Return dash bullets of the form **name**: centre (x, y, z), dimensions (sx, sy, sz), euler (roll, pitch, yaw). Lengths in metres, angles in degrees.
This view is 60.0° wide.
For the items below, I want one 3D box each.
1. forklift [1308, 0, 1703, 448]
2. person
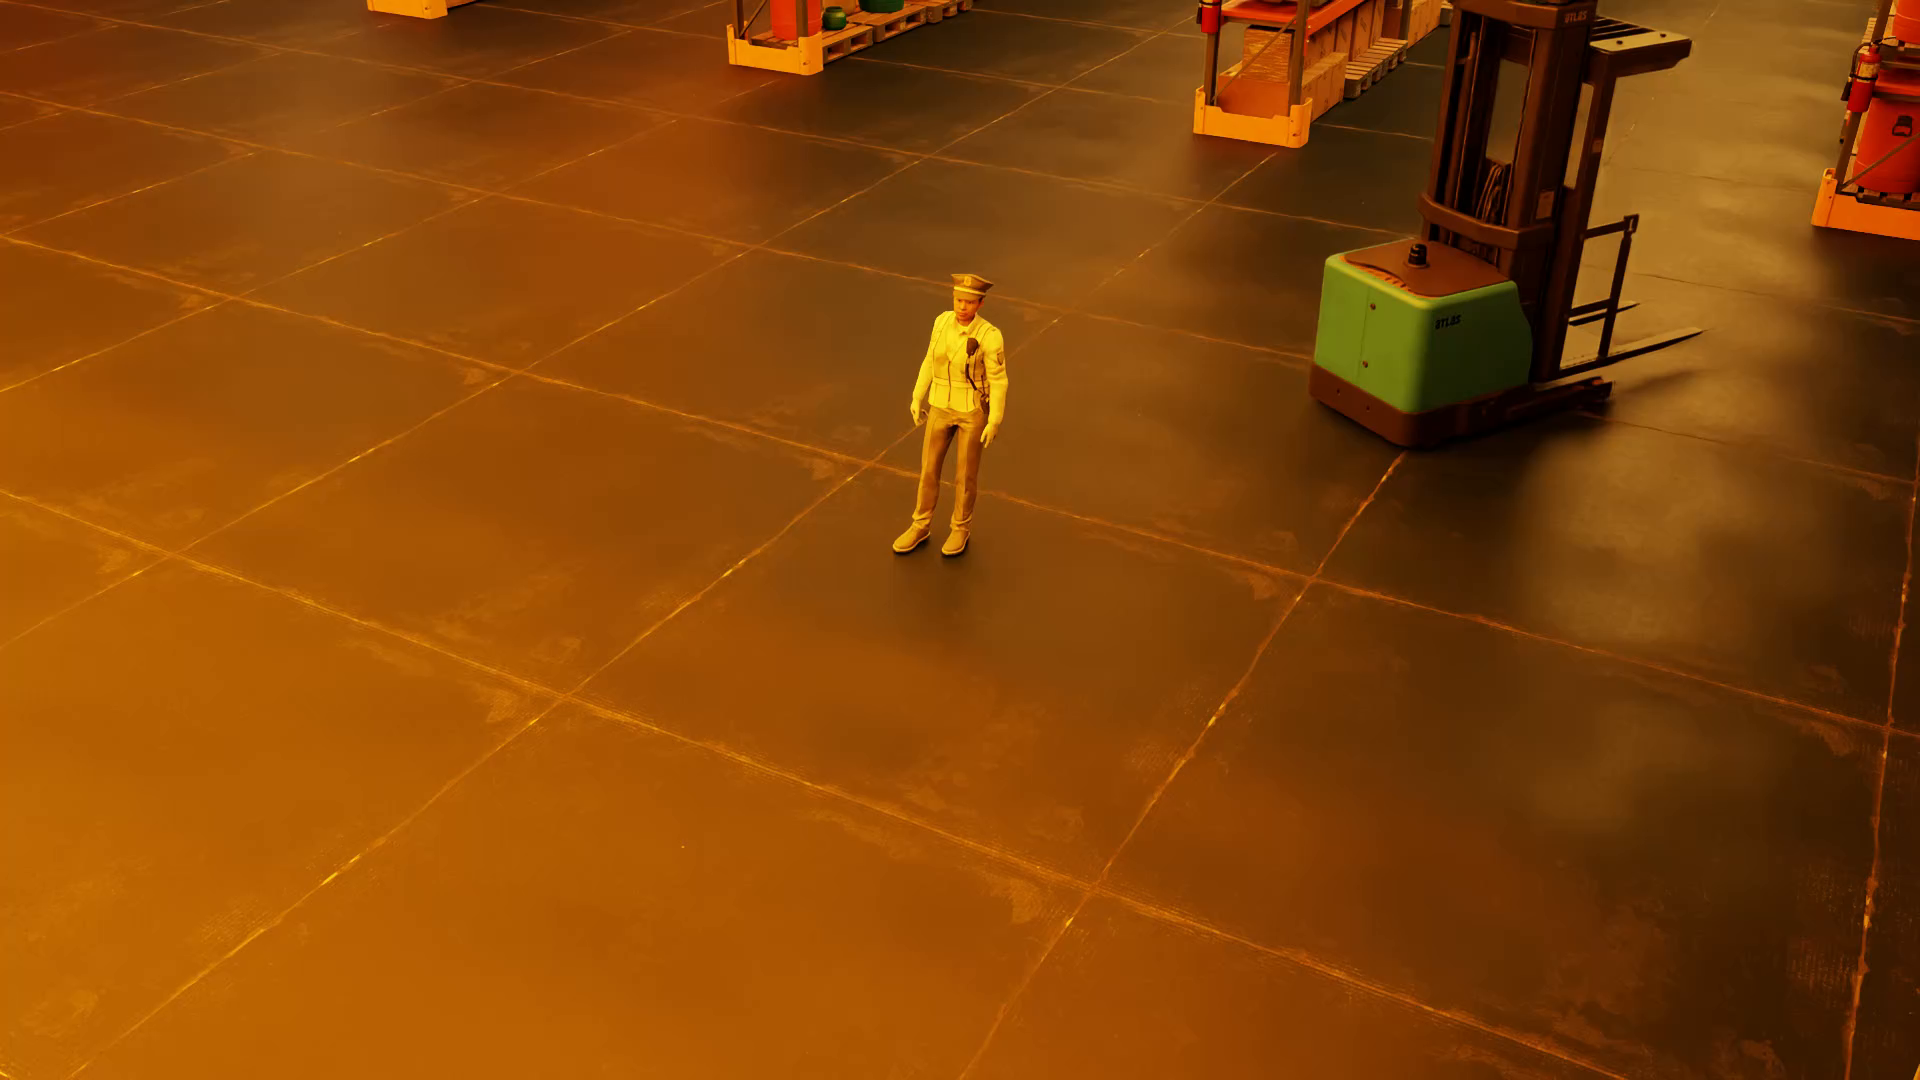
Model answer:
- **forklift**: centre (3.979, -2.396, 11.221), dimensions (3.031, 2.935, 1.130), euler (-15, 33, -25)
- **person**: centre (-0.039, -0.712, 9.526), dimensions (0.587, 1.695, 0.531), euler (15, 33, 25)
